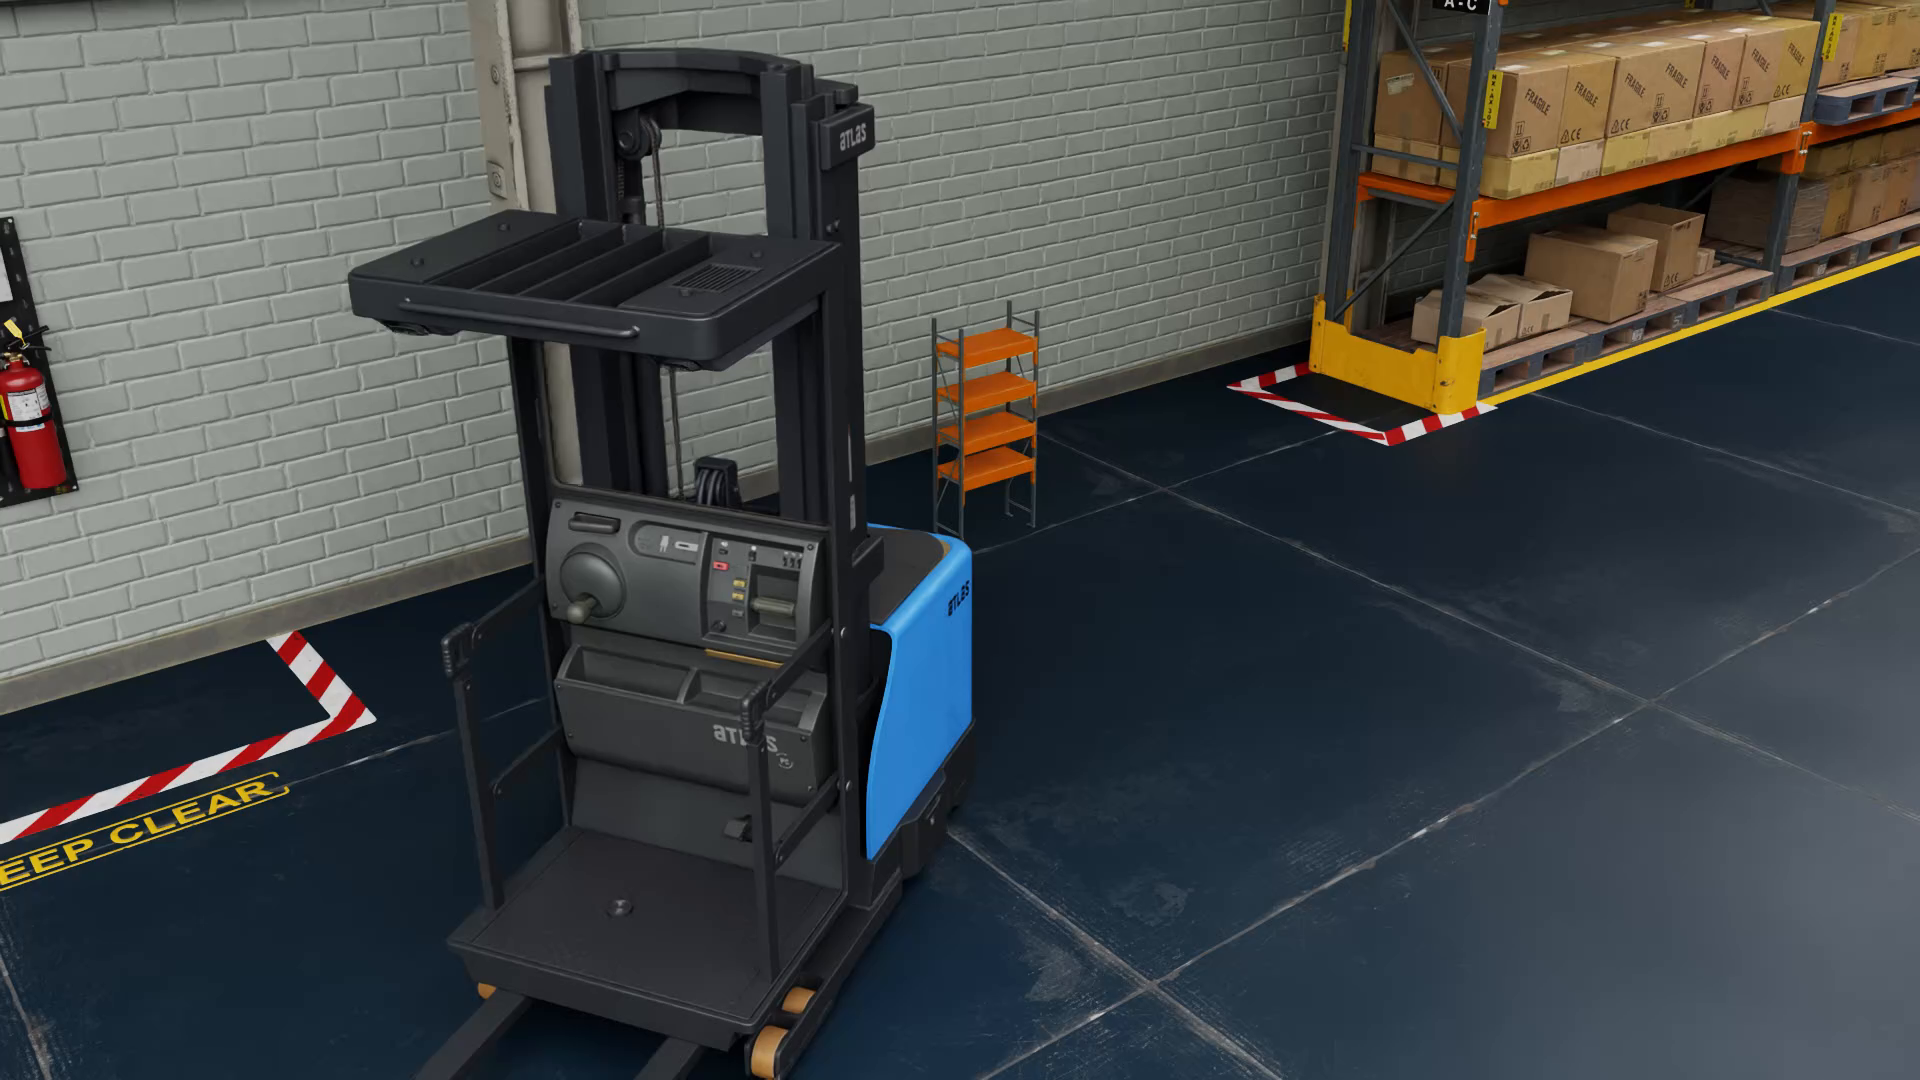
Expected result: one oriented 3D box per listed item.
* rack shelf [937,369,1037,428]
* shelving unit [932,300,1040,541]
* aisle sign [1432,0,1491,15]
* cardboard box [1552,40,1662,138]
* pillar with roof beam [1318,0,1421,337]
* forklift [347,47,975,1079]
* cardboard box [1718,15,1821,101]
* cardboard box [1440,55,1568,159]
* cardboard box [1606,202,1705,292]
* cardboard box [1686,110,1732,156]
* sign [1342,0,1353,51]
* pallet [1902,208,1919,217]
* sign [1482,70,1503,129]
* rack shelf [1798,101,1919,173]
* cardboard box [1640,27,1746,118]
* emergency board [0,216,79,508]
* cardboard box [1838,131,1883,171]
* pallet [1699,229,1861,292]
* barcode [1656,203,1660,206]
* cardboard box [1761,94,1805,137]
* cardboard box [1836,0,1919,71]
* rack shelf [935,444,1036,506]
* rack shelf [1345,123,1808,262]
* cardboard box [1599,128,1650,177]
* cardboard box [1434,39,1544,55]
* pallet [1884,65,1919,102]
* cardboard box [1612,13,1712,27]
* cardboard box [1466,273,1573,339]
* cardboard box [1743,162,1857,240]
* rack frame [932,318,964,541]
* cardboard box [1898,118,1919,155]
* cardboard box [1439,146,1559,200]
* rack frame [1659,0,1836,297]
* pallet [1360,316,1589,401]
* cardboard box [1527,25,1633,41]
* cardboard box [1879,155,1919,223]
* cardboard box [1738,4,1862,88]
[{"bbox_3d":[0.130,-0.729,8.524,0.480,0.148,0.258,-18,31,-34],"label":"rack shelf"},{"bbox_3d":[0.130,-0.587,8.590,0.503,1.200,0.258,-18,31,-34],"label":"shelving unit"},{"bbox_3d":[2.892,-3.414,9.455,0.004,0.787,0.394,-18,31,-34],"label":"aisle sign"},{"bbox_3d":[4.130,-2.916,10.733,0.500,0.500,0.500,-19,31,-36],"label":"cardboard box"},{"bbox_3d":[5.437,-4.116,6.930,0.400,9.000,9.100,-18,31,-34],"label":"pillar with roof beam"},{"bbox_3d":[-0.941,0.144,4.957,1.130,2.935,3.031,9,26,19],"label":"forklift"},{"bbox_3d":[5.730,-3.448,11.879,0.500,0.500,0.500,-18,31,-34],"label":"cardboard box"},{"bbox_3d":[3.325,-2.658,10.178,0.500,0.500,0.500,-18,31,-34],"label":"cardboard box"},{"bbox_3d":[5.119,-2.175,12.319,0.500,0.500,0.500,-21,32,-38],"label":"cardboard box"},{"bbox_3d":[4.942,-2.847,11.475,0.500,0.250,0.500,-18,31,-34],"label":"cardboard box"},{"bbox_3d":[2.437,-3.210,10.353,0.005,0.325,0.100,-18,31,-34],"label":"sign"},{"bbox_3d":[8.443,-2.963,14.885,1.213,0.211,1.003,-18,31,-34],"label":"pallet"},{"bbox_3d":[3.098,-2.566,9.687,0.005,0.325,0.100,-18,31,-34],"label":"sign"},{"bbox_3d":[7.485,-3.585,13.766,4.000,0.370,1.077,-18,31,-34],"label":"rack shelf"},{"bbox_3d":[4.938,-3.189,11.322,0.500,0.500,0.500,-19,31,-35],"label":"cardboard box"},{"bbox_3d":[-3.909,-0.633,6.551,0.643,1.169,0.194,-18,31,-34],"label":"emergency board"},{"bbox_3d":[7.232,-3.246,13.738,0.500,0.250,0.500,-19,31,-35],"label":"cardboard box"},{"bbox_3d":[6.523,-2.330,13.519,1.213,0.211,1.003,-18,31,-34],"label":"pallet"},{"bbox_3d":[5.338,-2.542,12.730,0.075,0.075,0.001,-18,31,-34],"label":"barcode"},{"bbox_3d":[5.725,-3.109,12.041,0.500,0.250,0.500,-18,30,-34],"label":"cardboard box"},{"bbox_3d":[7.276,-4.082,13.340,0.500,0.500,0.700,-14,28,-27],"label":"cardboard box"},{"bbox_3d":[0.130,-0.346,8.702,0.480,0.148,0.258,-18,31,-34],"label":"rack shelf"},{"bbox_3d":[4.337,-2.546,11.527,4.000,0.370,1.077,-18,31,-34],"label":"rack shelf"},{"bbox_3d":[4.148,-2.585,10.912,0.500,0.250,0.500,-19,31,-35],"label":"cardboard box"},{"bbox_3d":[3.405,-2.954,10.816,0.500,0.500,0.500,-18,30,-33],"label":"cardboard box"},{"bbox_3d":[7.526,-3.816,13.637,1.213,0.211,1.003,-18,31,-34],"label":"pallet"},{"bbox_3d":[5.003,-3.487,11.964,0.500,0.500,0.500,-18,31,-34],"label":"cardboard box"},{"bbox_3d":[3.812,-1.631,11.372,0.500,0.311,0.500,-15,29,-30],"label":"cardboard box"},{"bbox_3d":[6.856,-2.805,13.678,0.500,0.500,0.700,-19,31,-35],"label":"cardboard box"},{"bbox_3d":[-0.062,-0.524,8.453,0.015,1.200,0.240,-18,31,-34],"label":"rack frame"},{"bbox_3d":[8.037,-3.505,14.295,0.500,0.250,0.500,-18,30,-33],"label":"cardboard box"},{"bbox_3d":[3.343,-2.315,10.330,0.500,0.250,0.500,-19,31,-35],"label":"cardboard box"},{"bbox_3d":[5.911,-3.392,12.495,0.127,3.000,1.000,-18,31,-34],"label":"rack frame"},{"bbox_3d":[3.484,-1.307,11.315,1.213,0.211,1.003,-18,31,-34],"label":"pallet"},{"bbox_3d":[4.206,-3.221,11.390,0.500,0.500,0.500,-18,30,-33],"label":"cardboard box"},{"bbox_3d":[7.674,-3.058,14.224,0.500,0.500,0.700,-18,31,-34],"label":"cardboard box"},{"bbox_3d":[6.333,-3.758,12.642,0.500,0.500,0.700,-18,30,-34],"label":"cardboard box"}]
